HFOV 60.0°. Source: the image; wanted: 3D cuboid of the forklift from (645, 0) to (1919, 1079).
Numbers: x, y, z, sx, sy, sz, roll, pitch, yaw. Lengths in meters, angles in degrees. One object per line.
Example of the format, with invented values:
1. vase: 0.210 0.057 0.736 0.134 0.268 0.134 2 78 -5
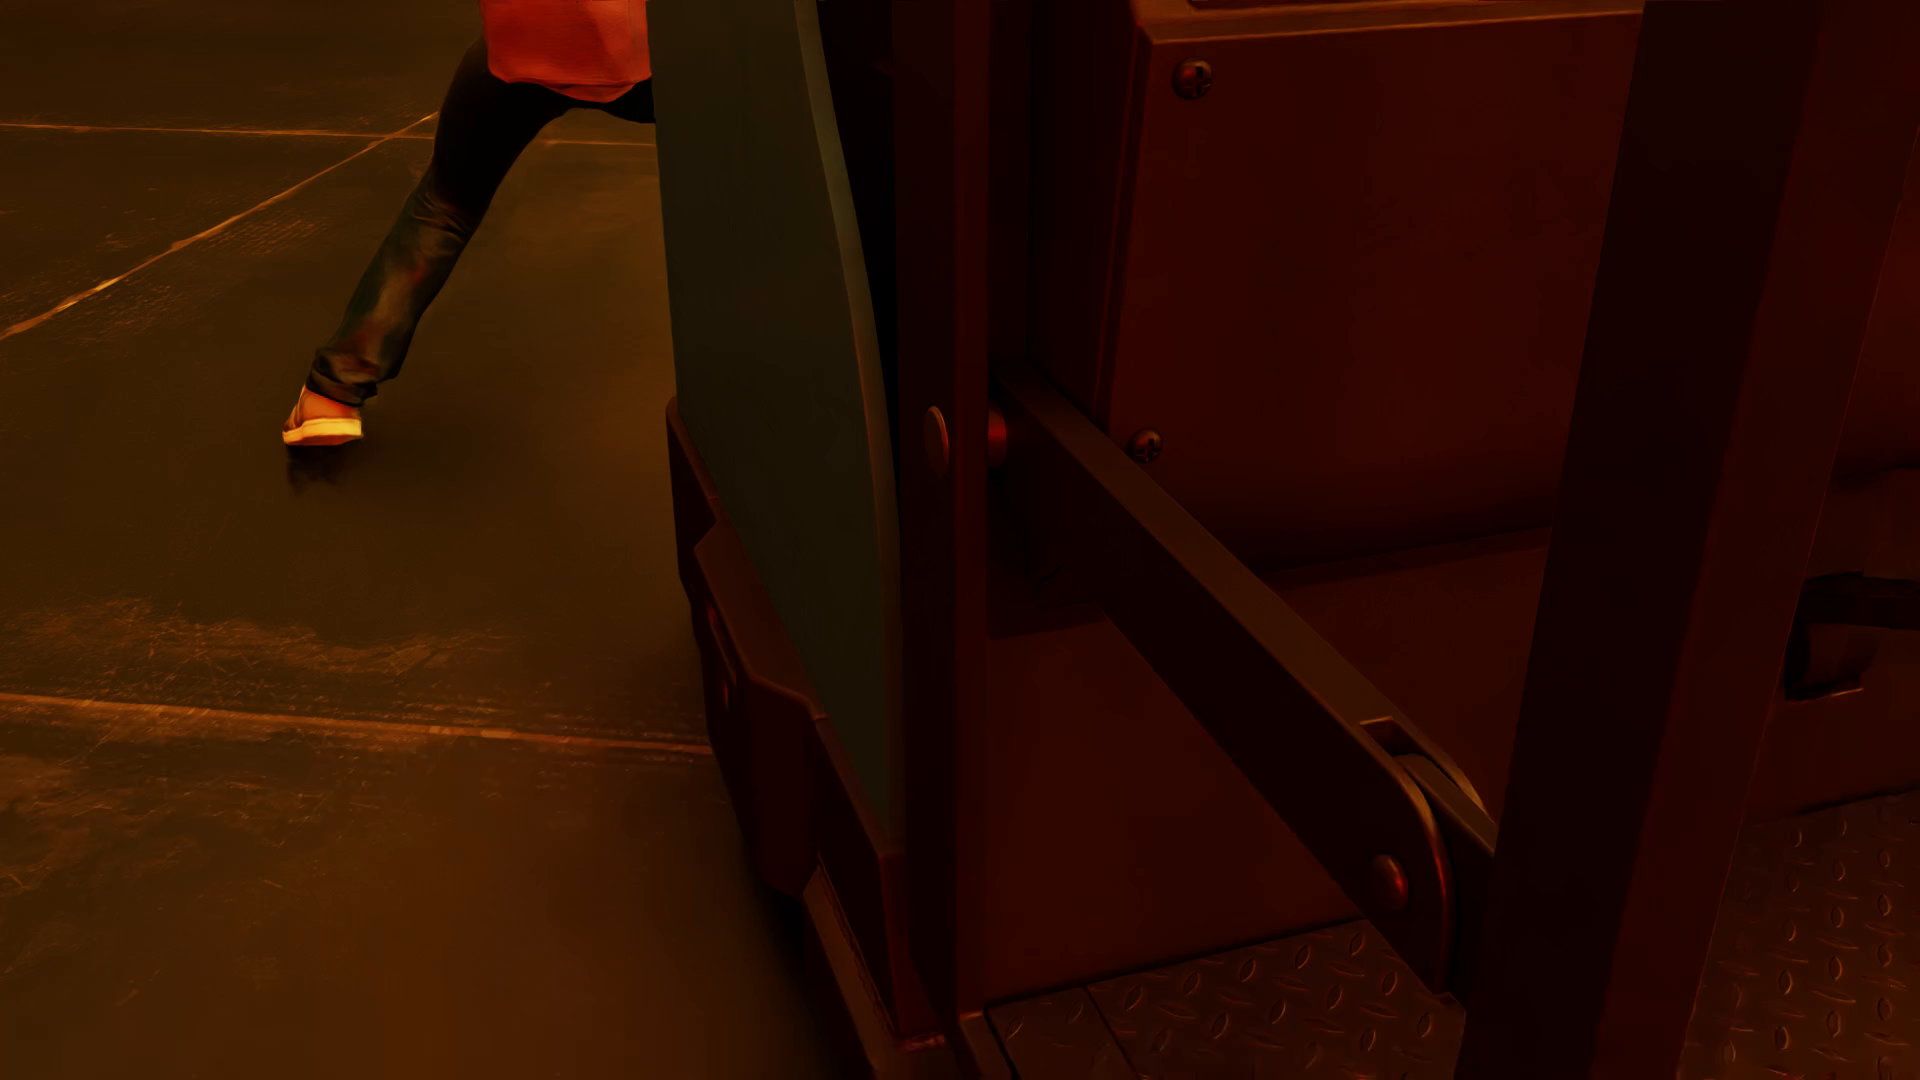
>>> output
1. forklift: 0.574 -0.674 0.567 1.130 2.935 3.031 -9 28 -17

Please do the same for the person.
1. person: -0.588 -0.872 2.702 0.997 1.409 0.908 8 28 15
